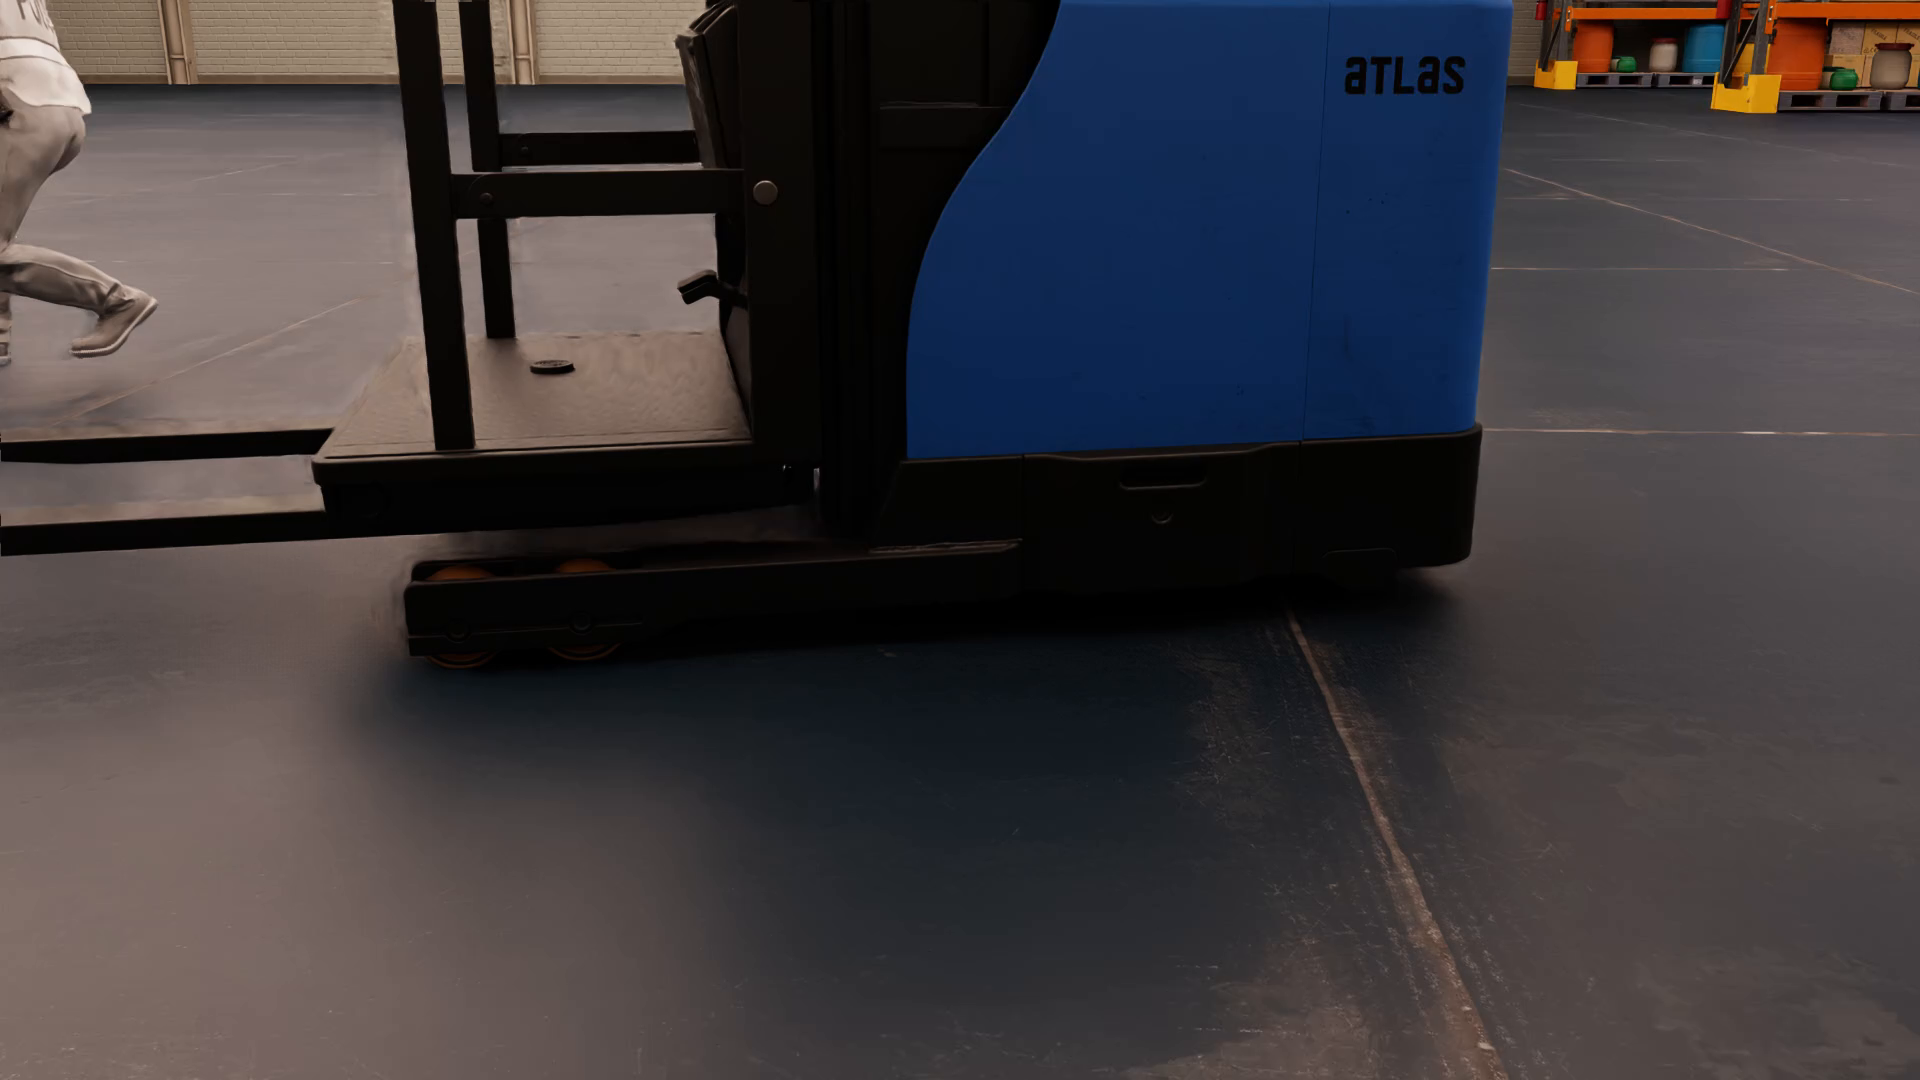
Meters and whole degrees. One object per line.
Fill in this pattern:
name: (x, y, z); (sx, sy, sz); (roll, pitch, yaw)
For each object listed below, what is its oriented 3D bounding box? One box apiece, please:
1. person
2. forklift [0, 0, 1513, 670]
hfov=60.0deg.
person: (-2.730, -1.180, 4.674); (0.694, 1.468, 1.092); (-3, 17, -8)
forklift: (-0.628, -1.360, 2.807); (3.031, 2.935, 1.130); (-3, 18, -10)
